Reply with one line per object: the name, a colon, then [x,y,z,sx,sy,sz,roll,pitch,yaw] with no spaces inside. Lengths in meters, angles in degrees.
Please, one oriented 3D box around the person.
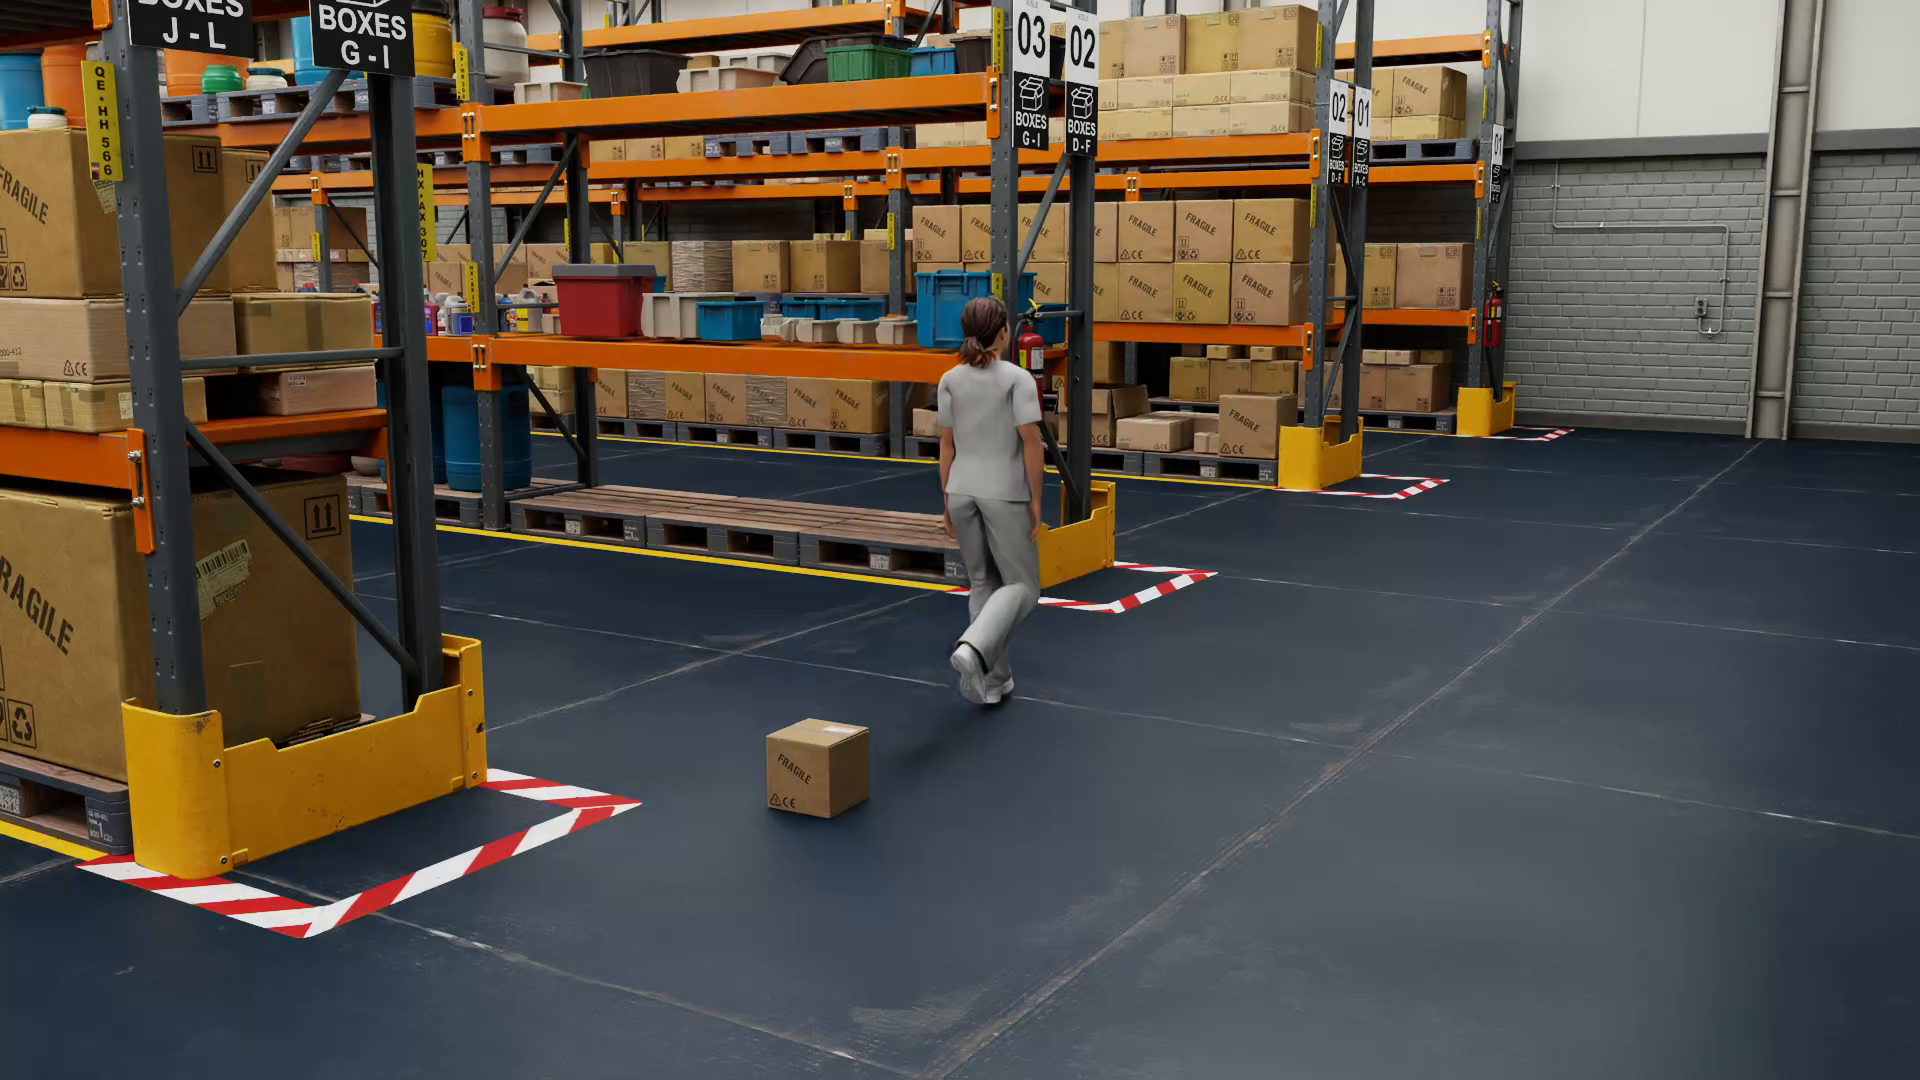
person: [0.099,-0.133,6.600,0.453,1.648,0.709,5,11,25]
